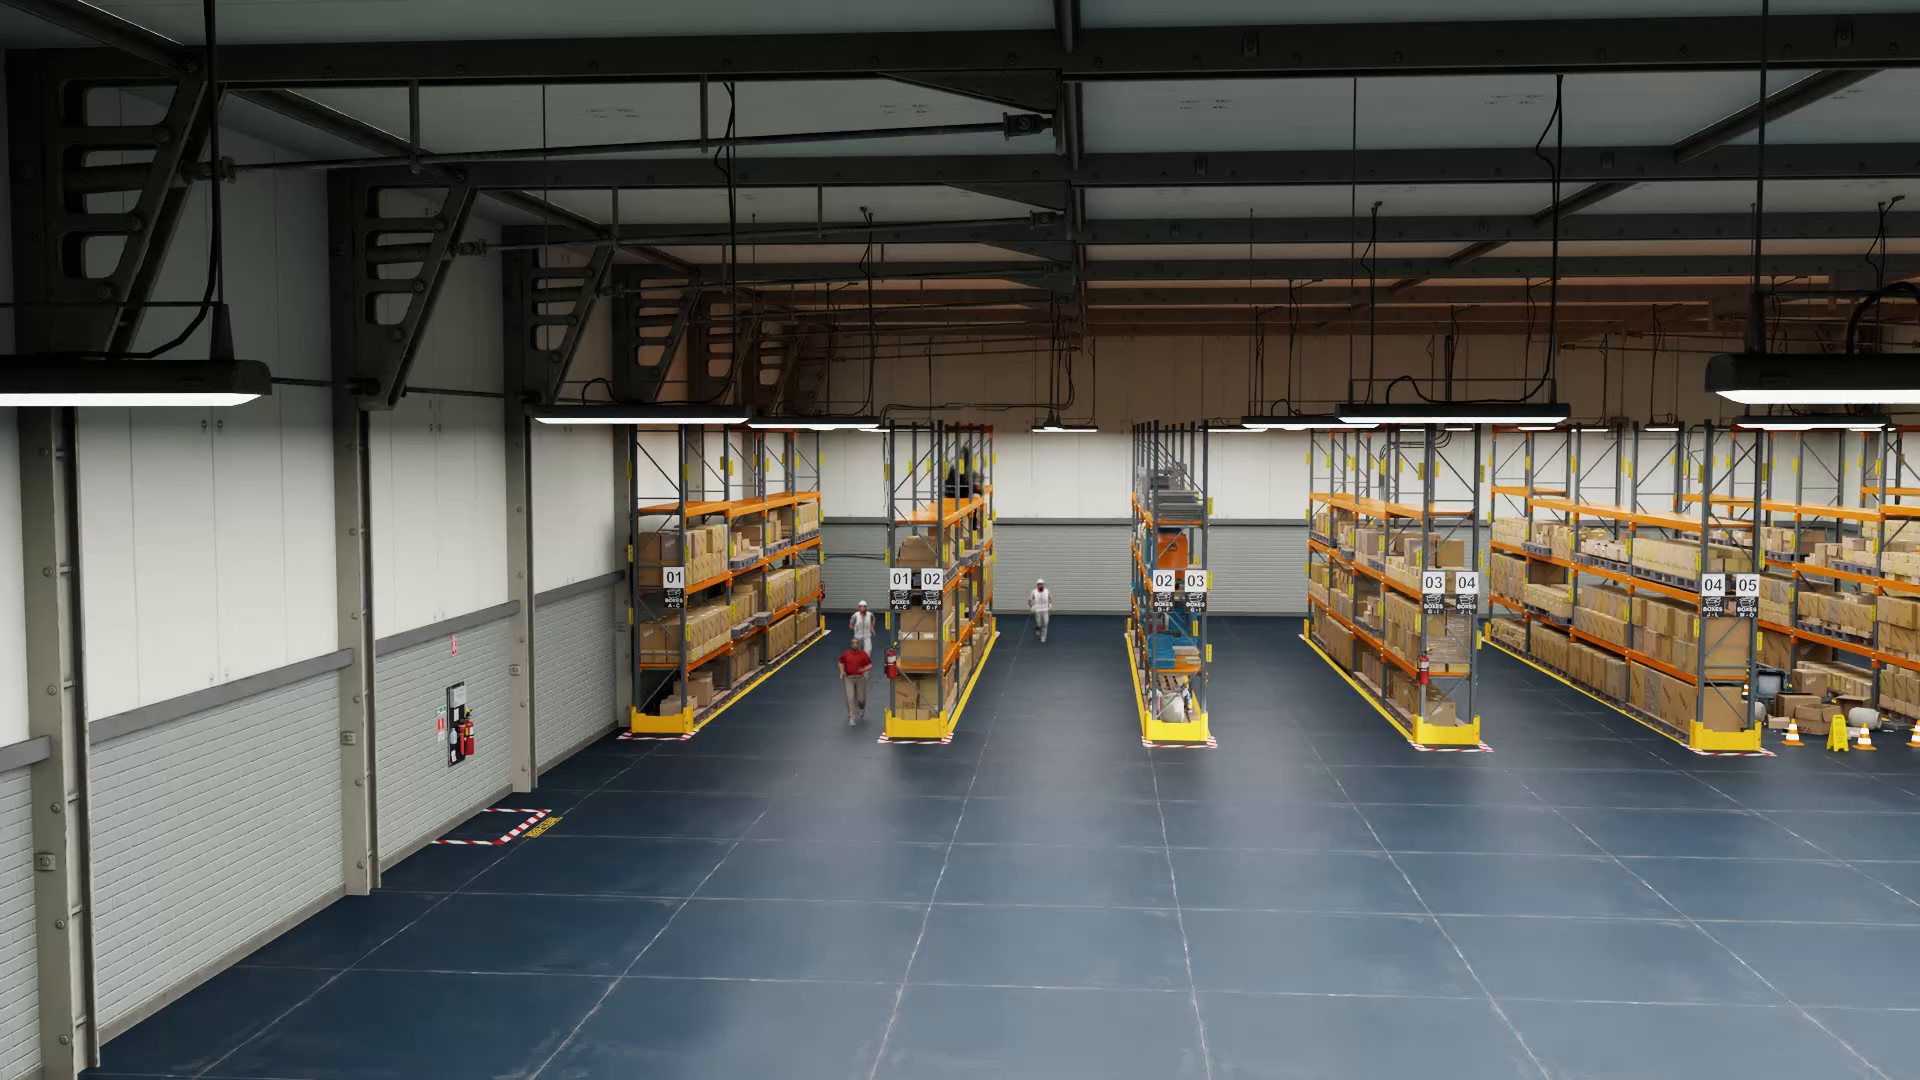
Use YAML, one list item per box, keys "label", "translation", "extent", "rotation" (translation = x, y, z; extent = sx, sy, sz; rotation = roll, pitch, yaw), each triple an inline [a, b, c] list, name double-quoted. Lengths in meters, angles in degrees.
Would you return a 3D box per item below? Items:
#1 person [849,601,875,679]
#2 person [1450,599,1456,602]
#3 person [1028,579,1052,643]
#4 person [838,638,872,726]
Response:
- label: "person"
  translation: [-2.313, 2.327, 39.442]
  extent: [0.622, 1.805, 0.942]
  rotation: [0, 4, -7]
- label: "person"
  translation: [14.149, 1.891, 47.382]
  extent: [0.651, 1.698, 0.857]
  rotation: [-2, 4, -27]
- label: "person"
  translation: [2.235, 1.958, 46.010]
  extent: [0.691, 1.743, 0.731]
  rotation: [-1, 4, -9]
- label: "person"
  translation: [-2.086, 2.788, 32.902]
  extent: [0.663, 1.694, 0.886]
  rotation: [0, 4, 0]
